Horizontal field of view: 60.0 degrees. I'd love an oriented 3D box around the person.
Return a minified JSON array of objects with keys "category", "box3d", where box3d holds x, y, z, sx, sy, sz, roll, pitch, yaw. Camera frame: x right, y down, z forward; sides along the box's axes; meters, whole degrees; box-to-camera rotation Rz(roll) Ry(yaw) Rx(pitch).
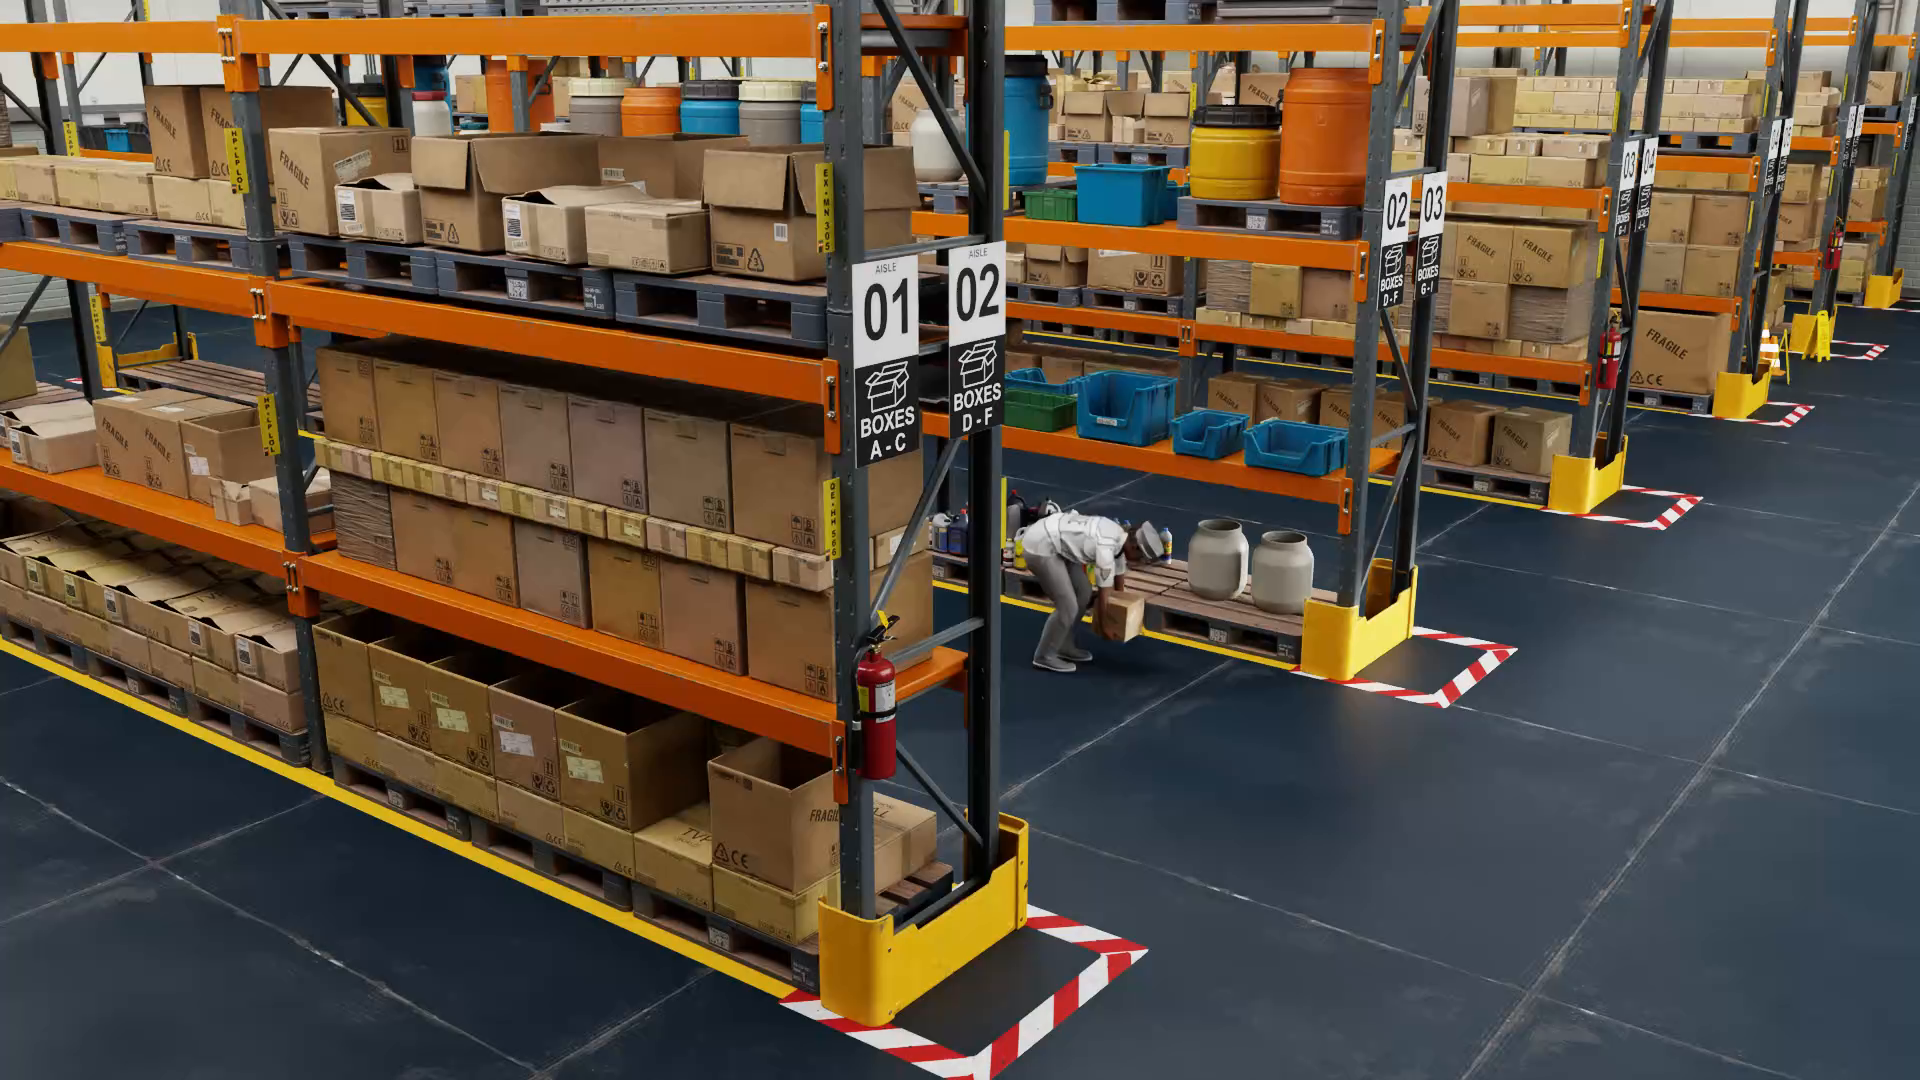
[{"category":"person","box3d":[0.870,0.348,10.967,0.940,1.042,0.426,5,17,15]}]
